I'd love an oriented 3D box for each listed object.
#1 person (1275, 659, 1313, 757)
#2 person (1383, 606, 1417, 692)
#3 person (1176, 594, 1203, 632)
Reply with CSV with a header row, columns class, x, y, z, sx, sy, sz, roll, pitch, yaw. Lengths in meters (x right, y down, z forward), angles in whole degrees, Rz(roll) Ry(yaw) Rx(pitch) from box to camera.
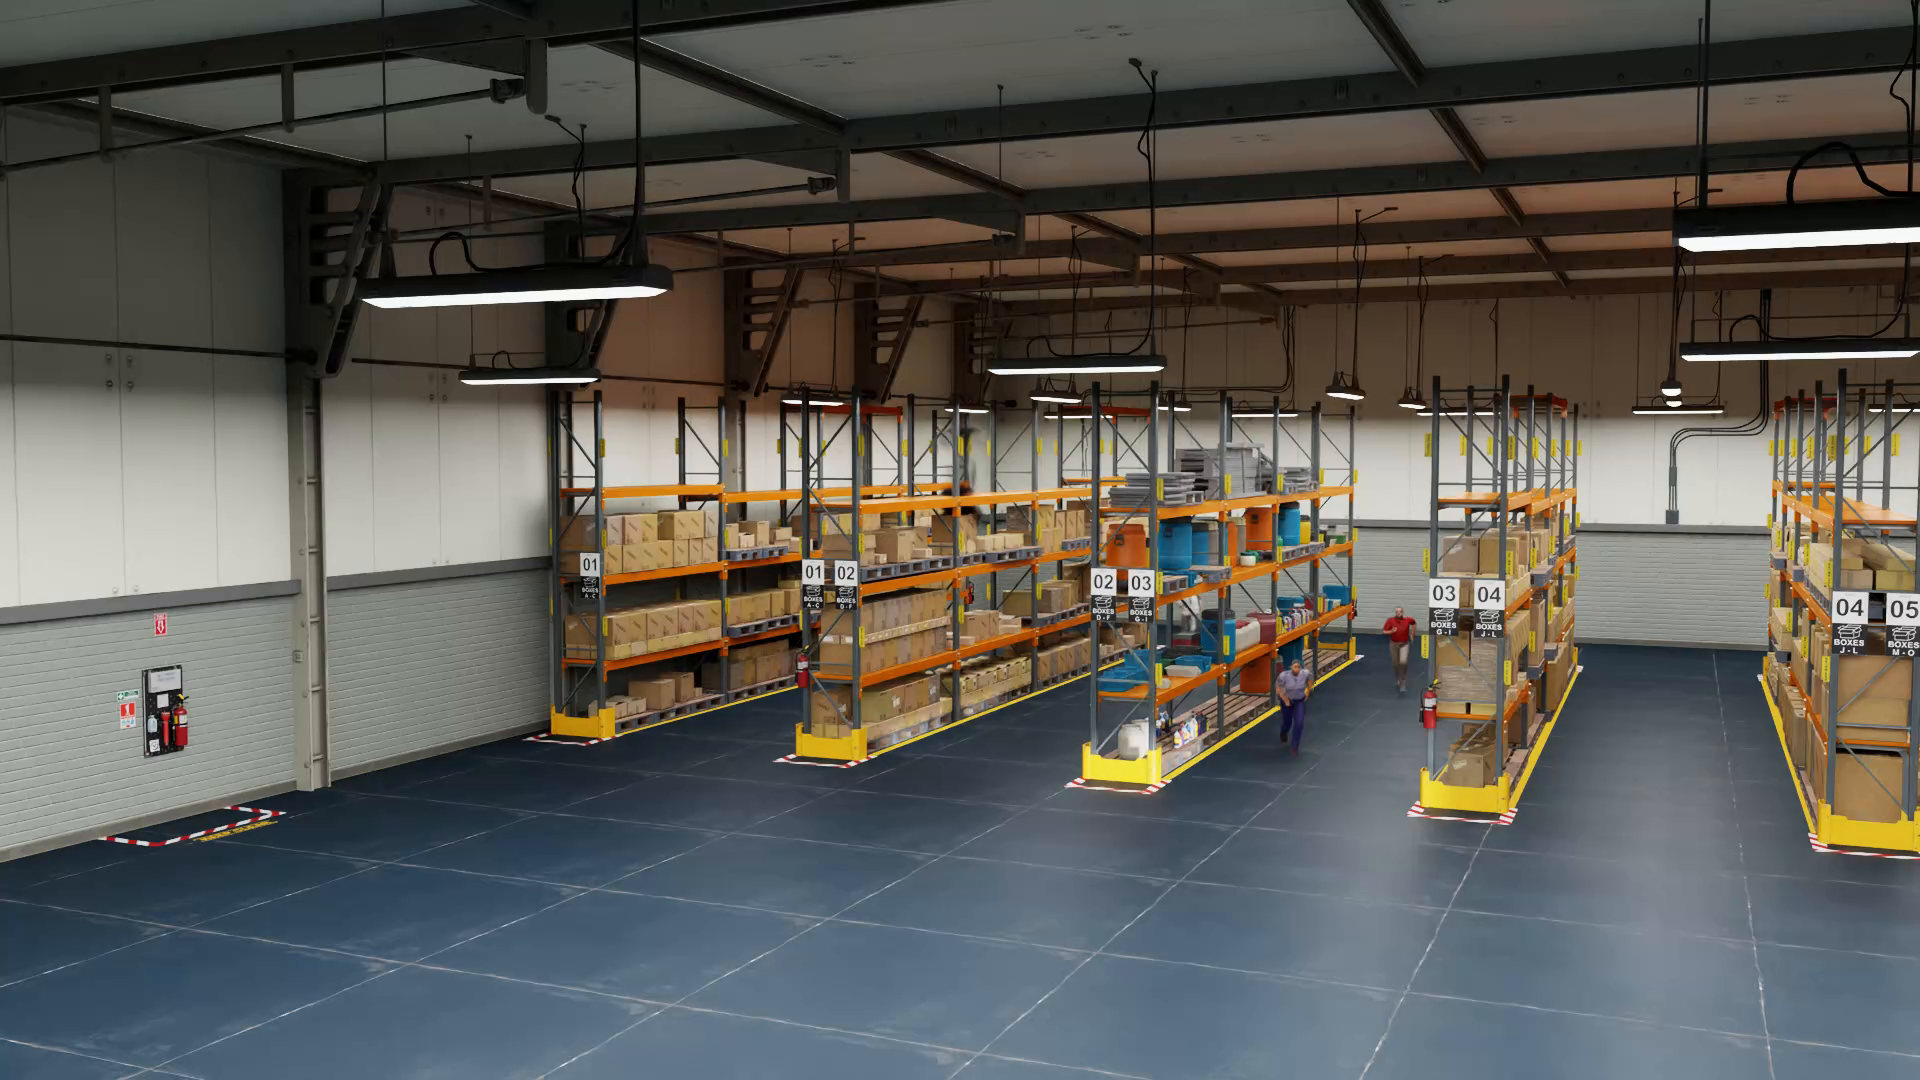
class,x,y,z,sx,sy,sz,roll,pitch,yaw
person,5.478,2.725,27.433,0.632,1.611,0.956,0,3,-3
person,9.106,2.265,34.459,0.641,1.803,0.882,1,3,21
person,5.682,1.848,41.138,0.669,1.781,0.954,0,3,2
